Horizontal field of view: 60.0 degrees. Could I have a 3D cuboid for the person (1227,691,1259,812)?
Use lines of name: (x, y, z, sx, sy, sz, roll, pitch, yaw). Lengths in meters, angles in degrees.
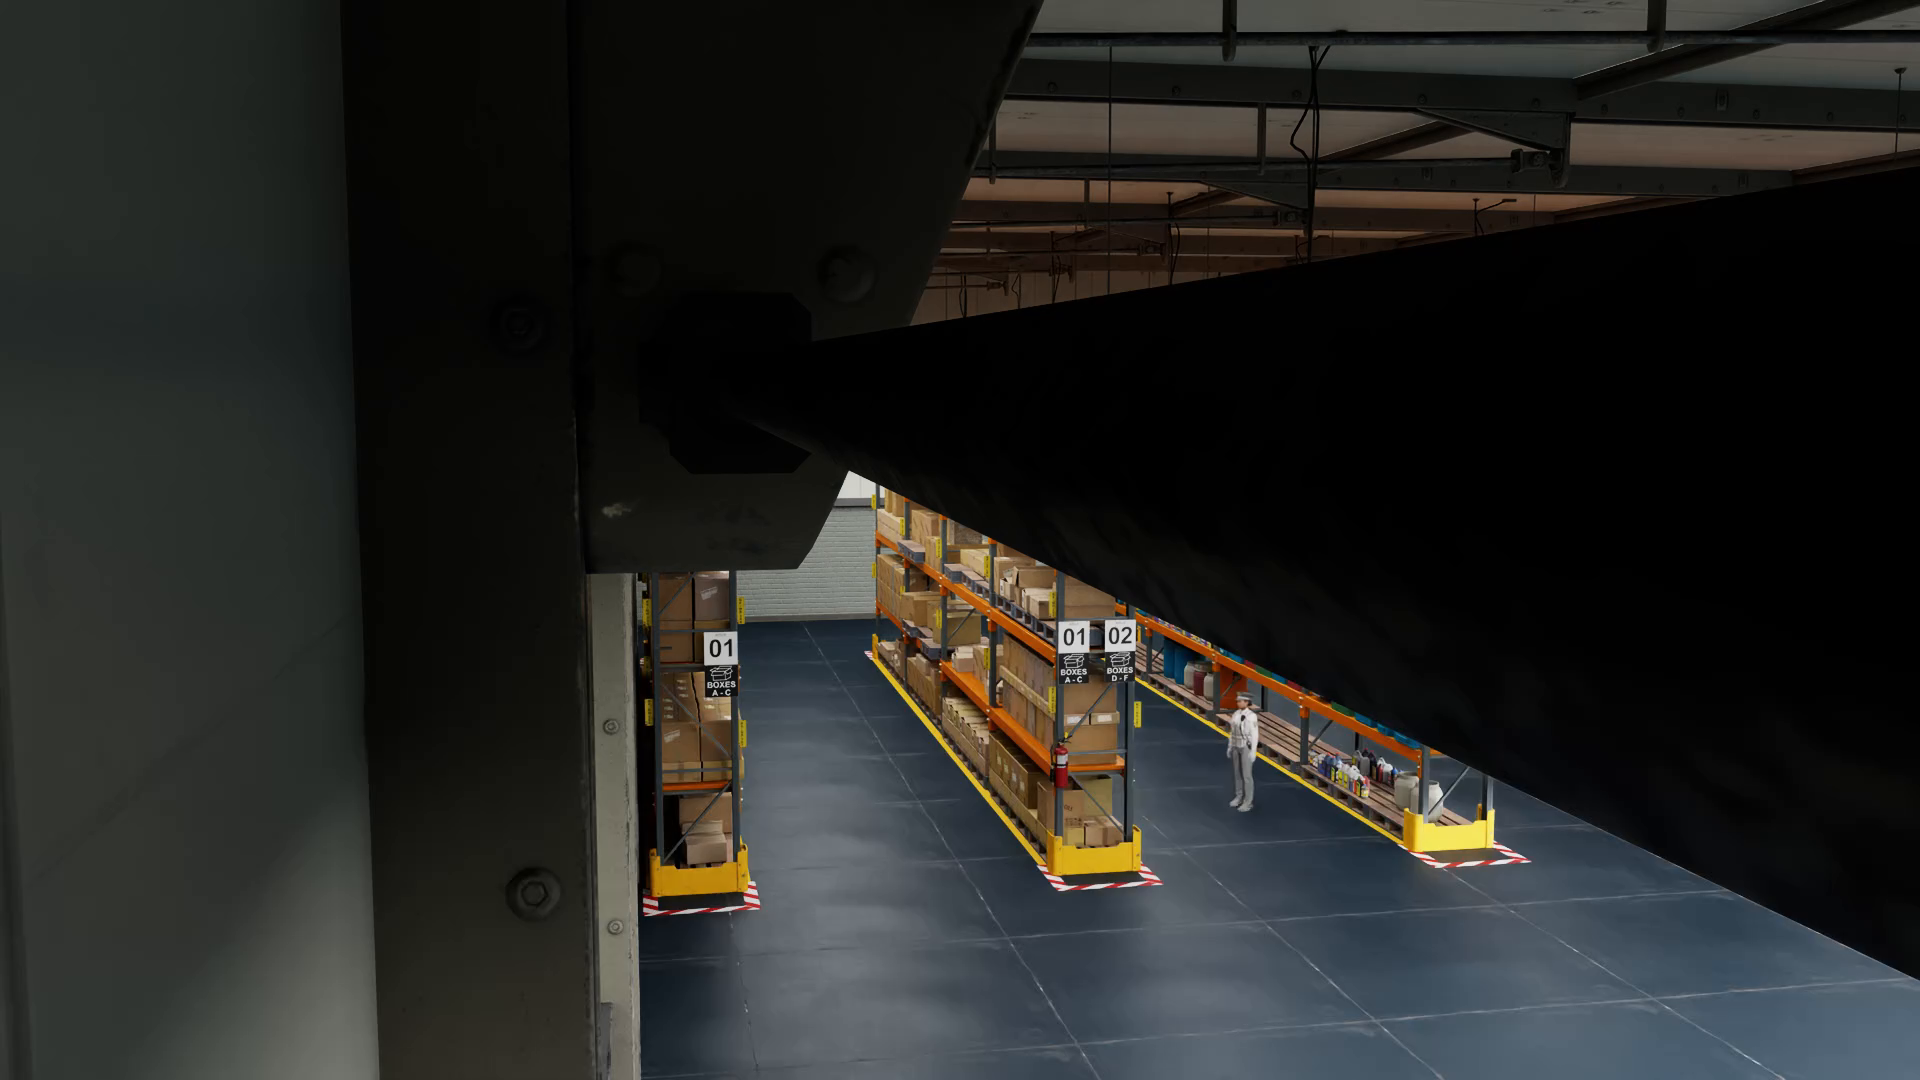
person: (4.073, 3.029, 24.046, 0.377, 1.703, 0.511, -3, 7, -26)
